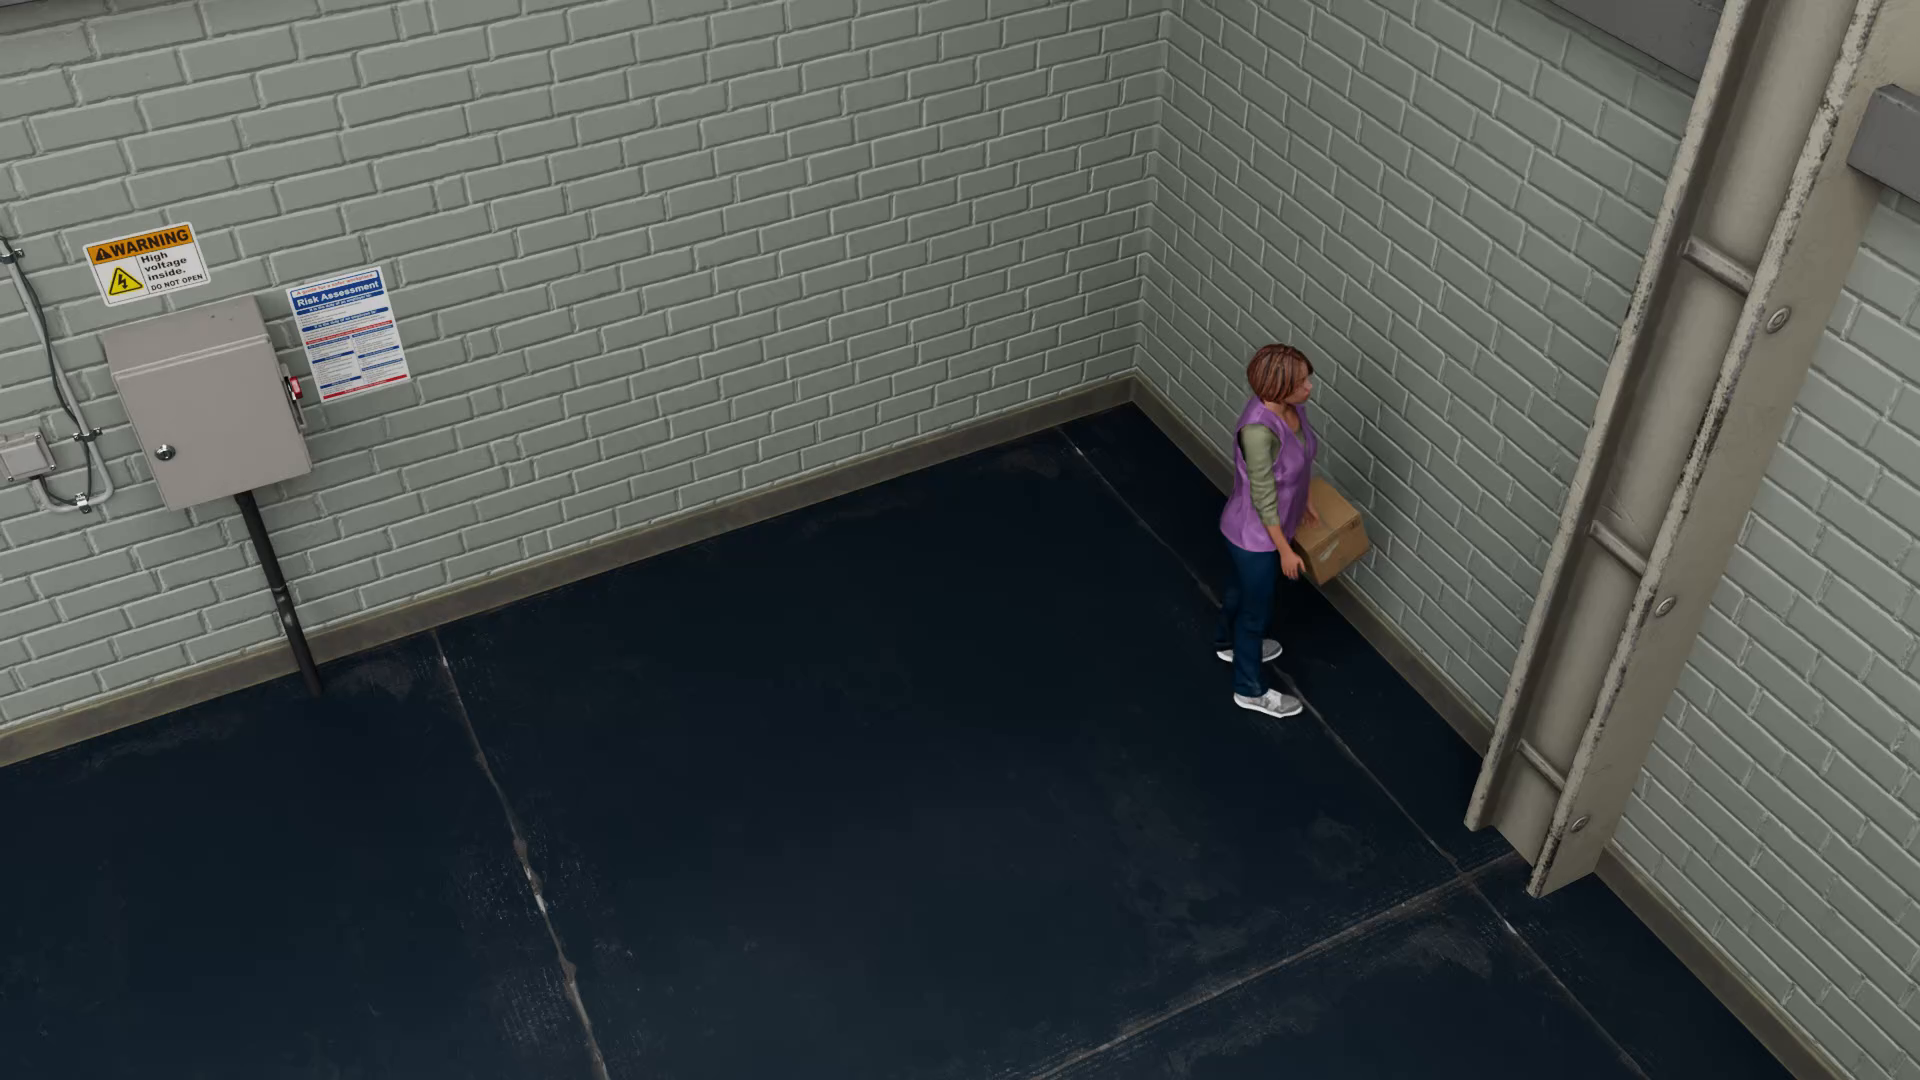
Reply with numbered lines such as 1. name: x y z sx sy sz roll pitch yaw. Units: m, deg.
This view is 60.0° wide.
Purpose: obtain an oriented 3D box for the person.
1. person: 1.197 -0.037 6.181 0.450 1.604 0.438 18 45 19
